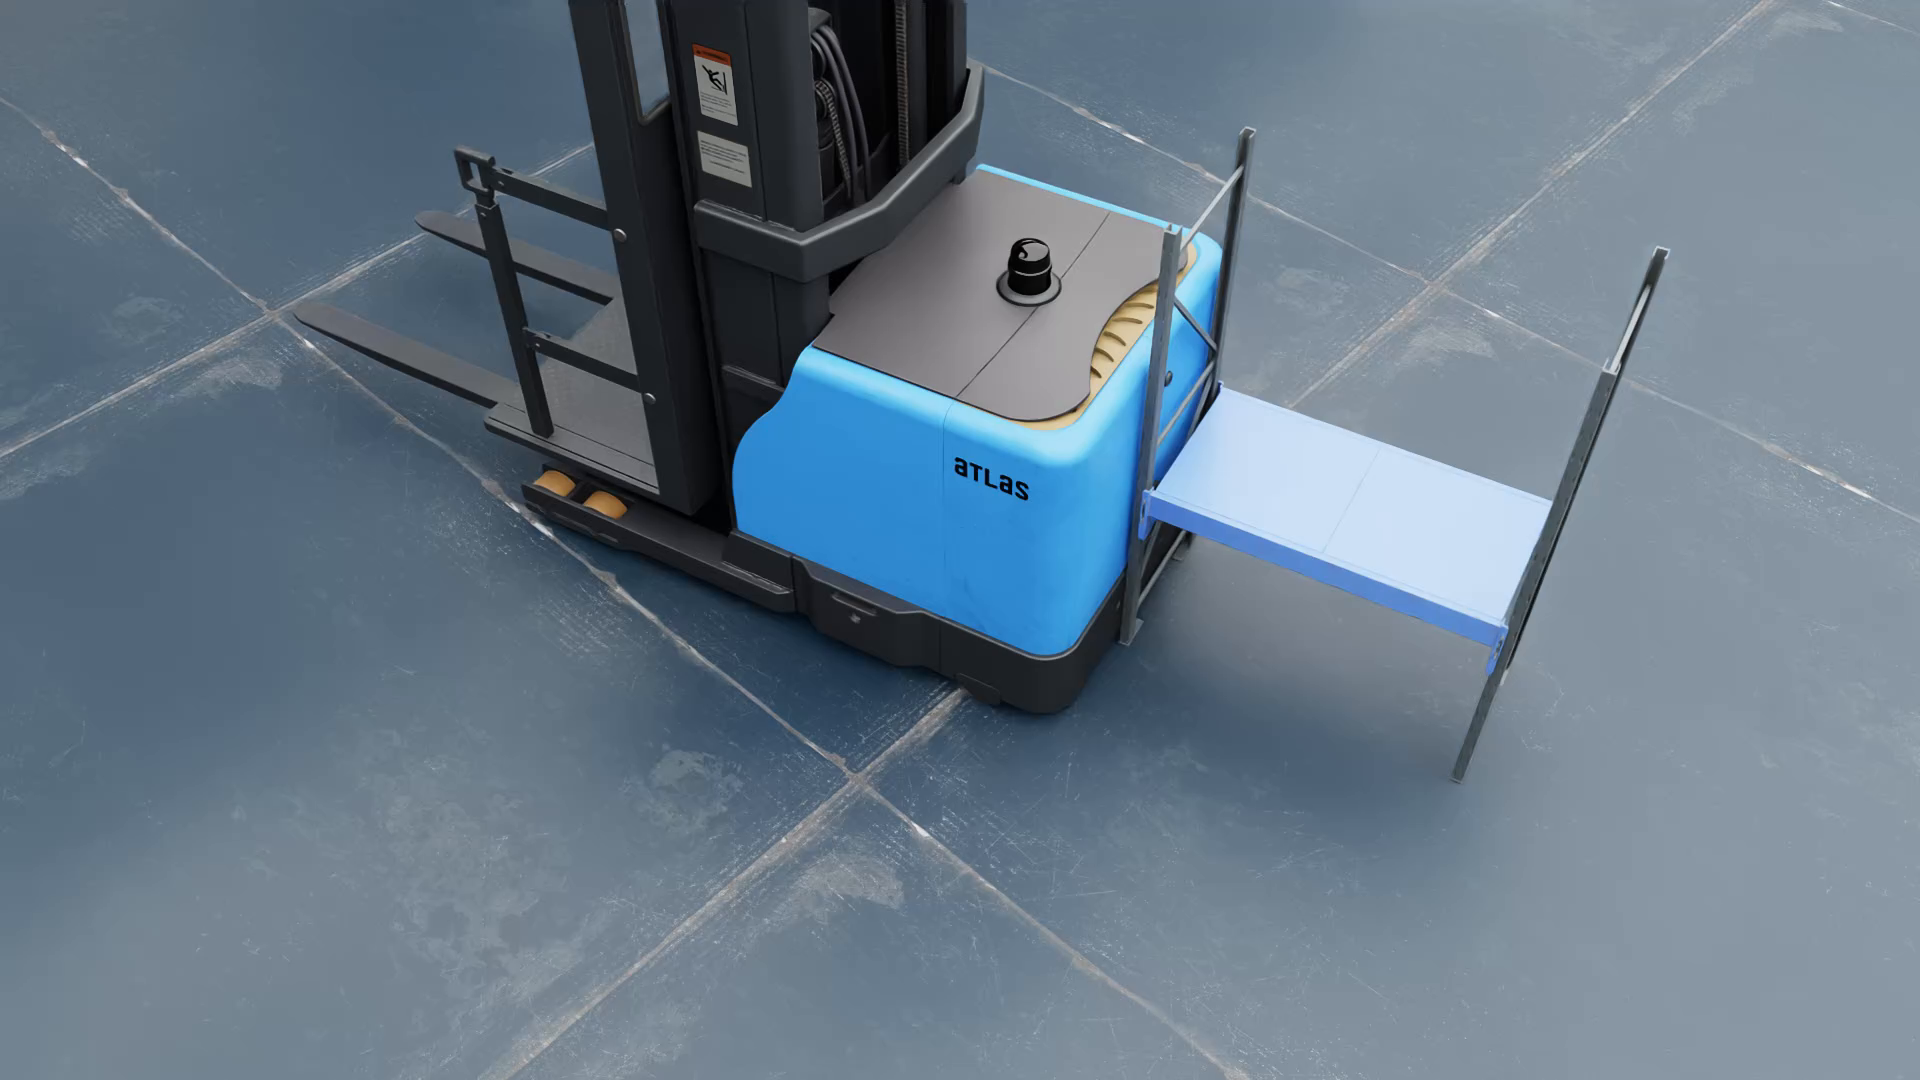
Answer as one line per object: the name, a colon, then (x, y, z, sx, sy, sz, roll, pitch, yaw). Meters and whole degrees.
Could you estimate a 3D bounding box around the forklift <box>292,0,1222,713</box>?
forklift: (-0.796, -1.306, 4.465, 3.031, 2.935, 1.130, 22, 51, 19)

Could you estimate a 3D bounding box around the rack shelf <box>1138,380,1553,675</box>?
rack shelf: (1.053, -0.056, 4.521, 1.000, 0.185, 0.538, 22, 51, 19)

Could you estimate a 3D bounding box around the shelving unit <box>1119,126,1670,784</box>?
shelving unit: (1.053, -0.179, 4.390, 1.048, 1.500, 0.538, 22, 51, 19)

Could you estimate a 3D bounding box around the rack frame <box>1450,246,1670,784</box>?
rack frame: (1.497, 0.000, 4.221, 0.032, 1.500, 0.500, 22, 51, 19)

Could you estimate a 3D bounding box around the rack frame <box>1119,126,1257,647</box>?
rack frame: (0.608, -0.359, 4.558, 0.032, 1.500, 0.500, 22, 51, 19)
